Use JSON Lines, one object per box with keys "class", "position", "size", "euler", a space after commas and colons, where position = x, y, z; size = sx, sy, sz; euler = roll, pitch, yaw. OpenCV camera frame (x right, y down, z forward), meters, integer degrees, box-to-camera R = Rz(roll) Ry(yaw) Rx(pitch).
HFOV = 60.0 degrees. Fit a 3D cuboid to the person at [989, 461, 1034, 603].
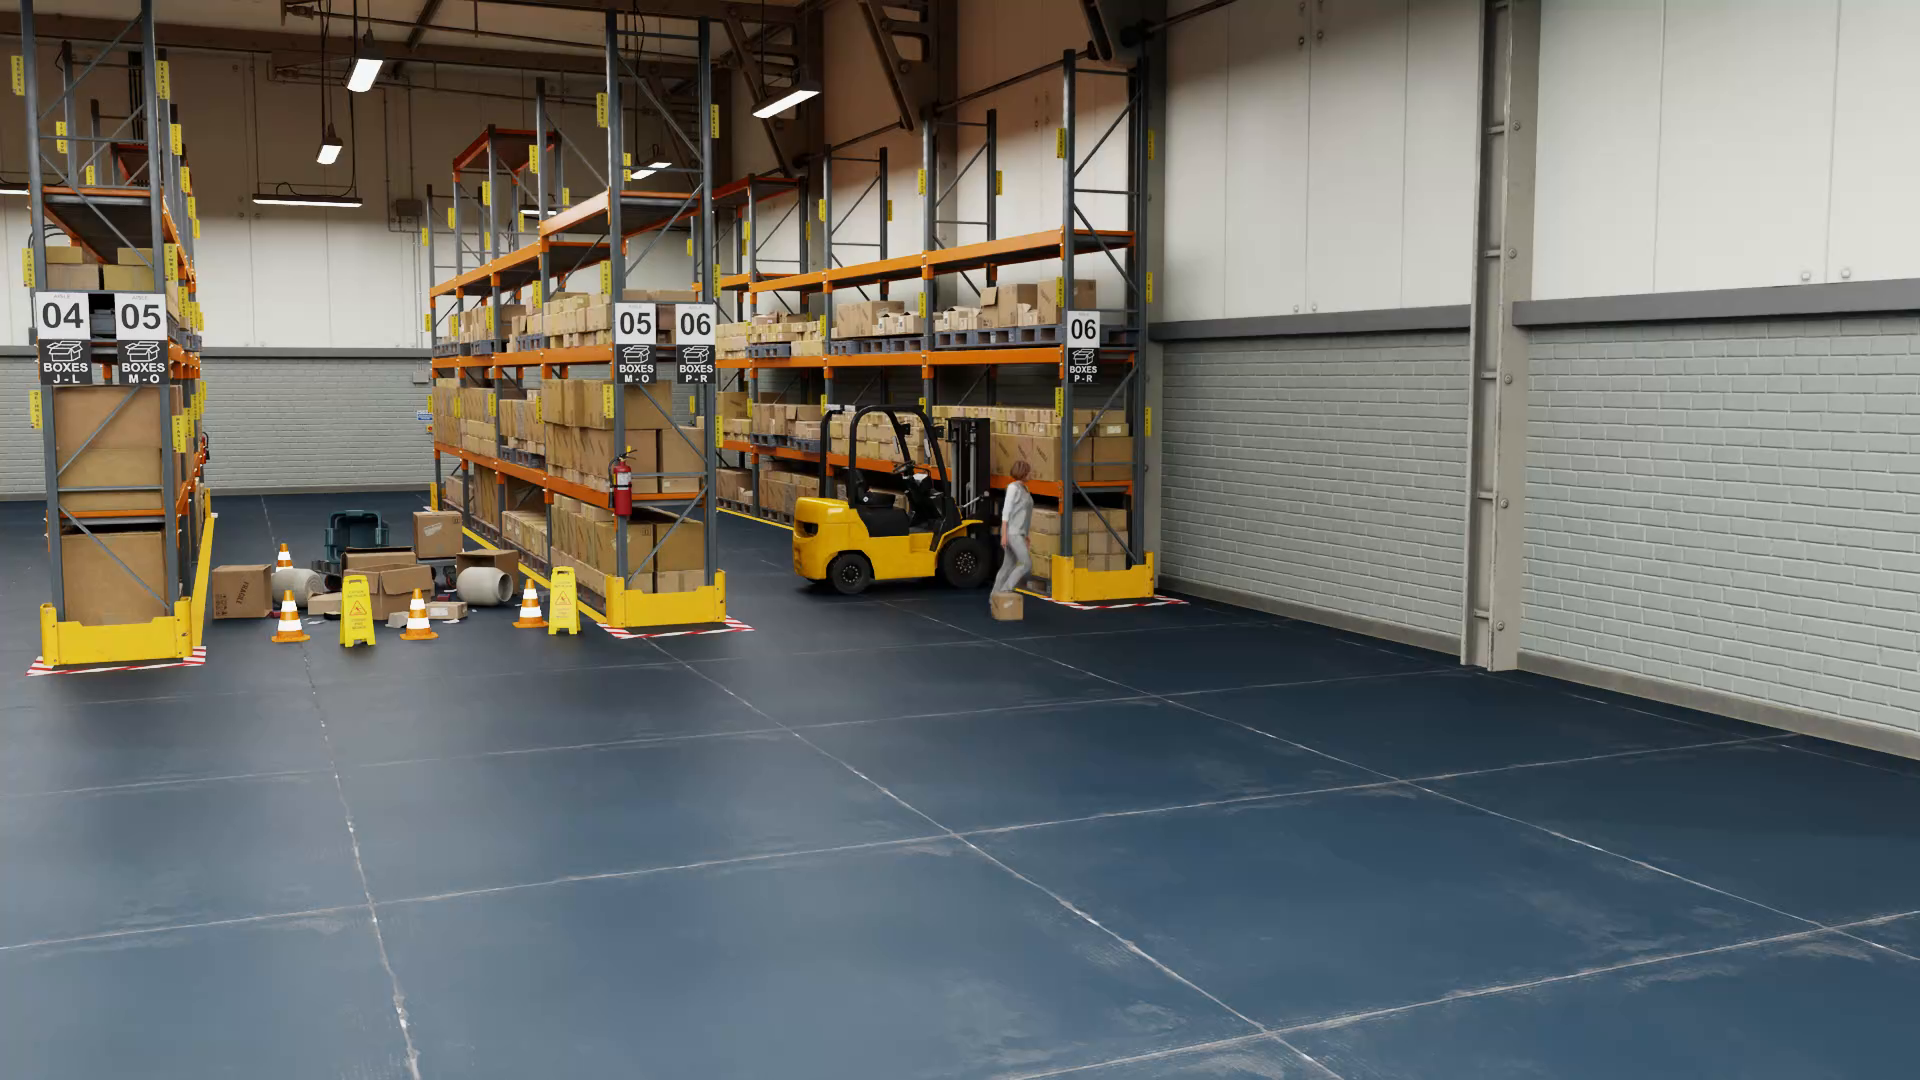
{"class": "person", "position": [0.545, -0.040, 17.395], "size": [0.474, 1.583, 0.513], "euler": [1, 6, 13]}
